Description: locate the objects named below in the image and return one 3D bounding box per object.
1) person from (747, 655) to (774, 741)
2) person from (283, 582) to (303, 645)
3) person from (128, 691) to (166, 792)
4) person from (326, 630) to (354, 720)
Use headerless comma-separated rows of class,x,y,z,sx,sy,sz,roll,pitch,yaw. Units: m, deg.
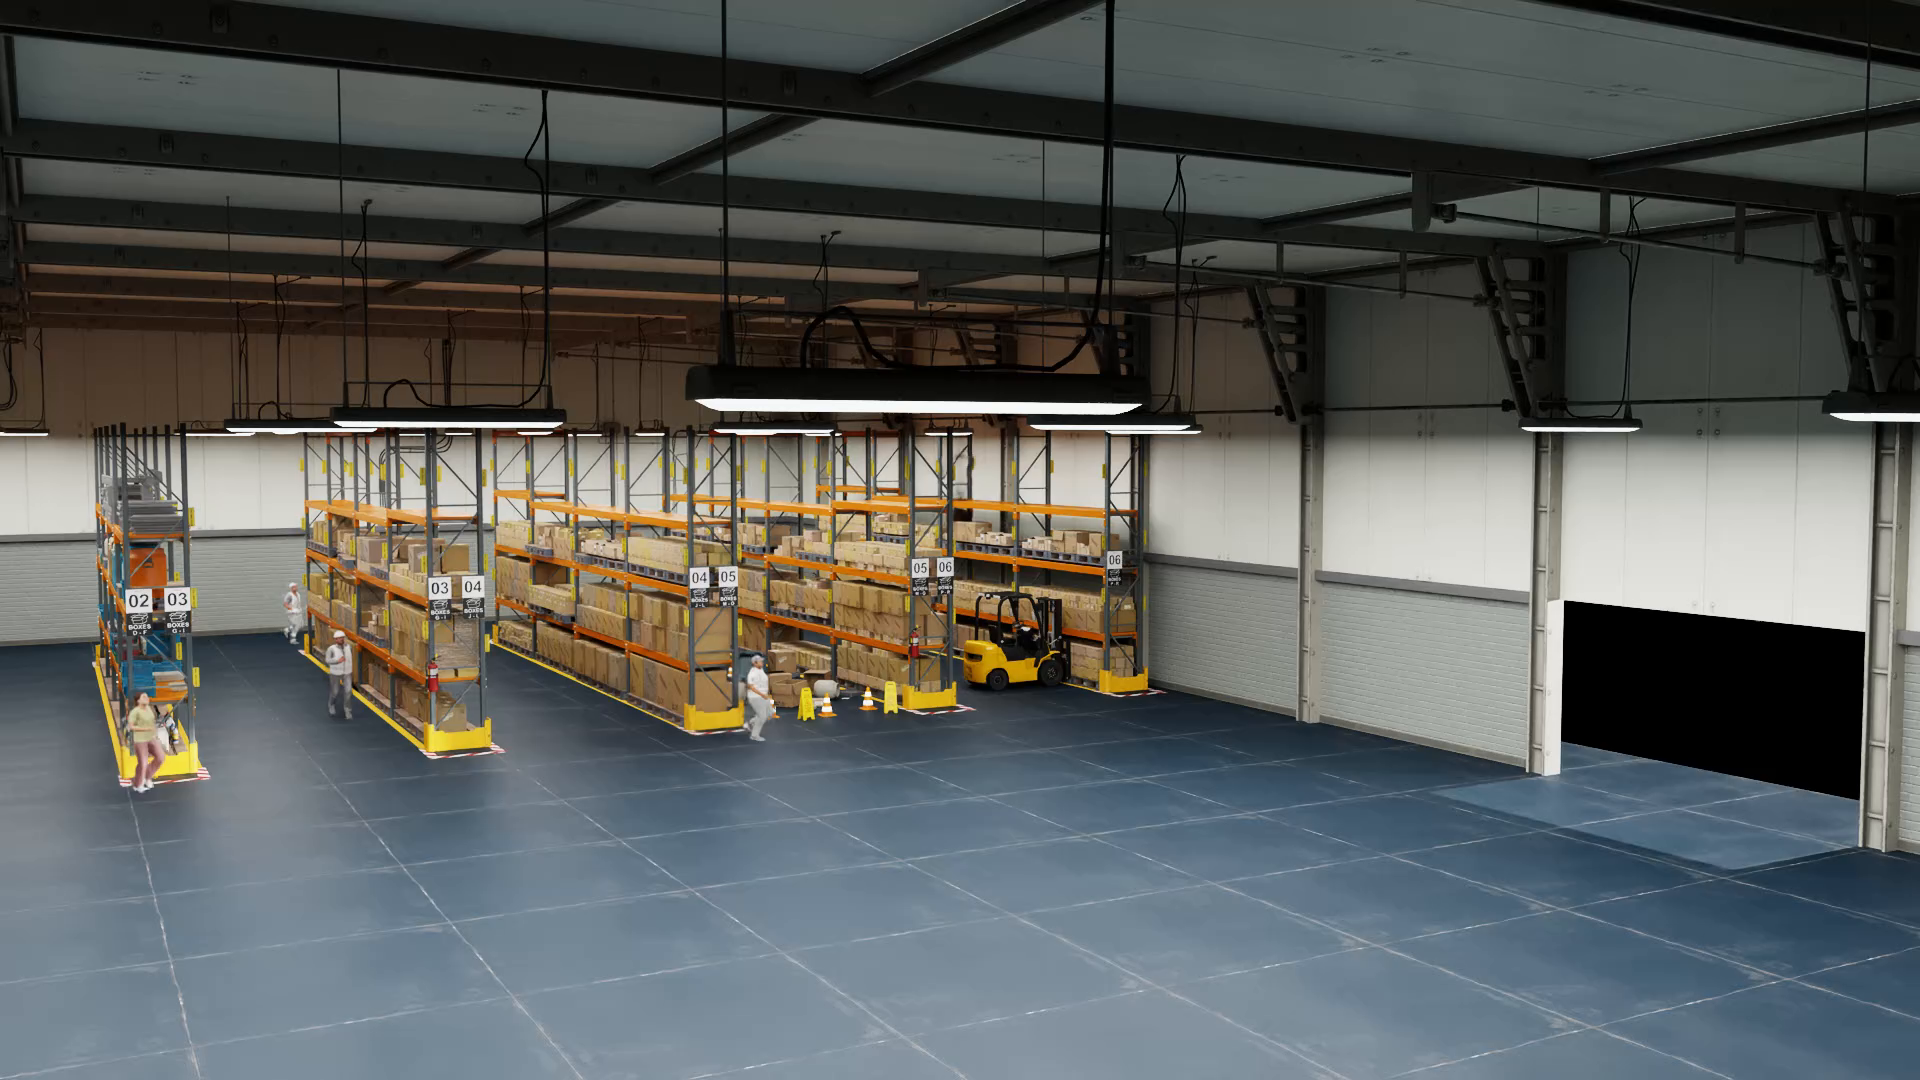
person,-3.822,3.001,31.656,0.500,1.635,0.610,1,4,11
person,-18.612,2.047,46.389,0.675,1.748,0.669,1,4,15
person,-13.182,3.278,26.938,0.568,1.599,0.602,1,4,19
person,-12.716,2.751,34.104,0.635,1.804,0.891,-3,4,-39
